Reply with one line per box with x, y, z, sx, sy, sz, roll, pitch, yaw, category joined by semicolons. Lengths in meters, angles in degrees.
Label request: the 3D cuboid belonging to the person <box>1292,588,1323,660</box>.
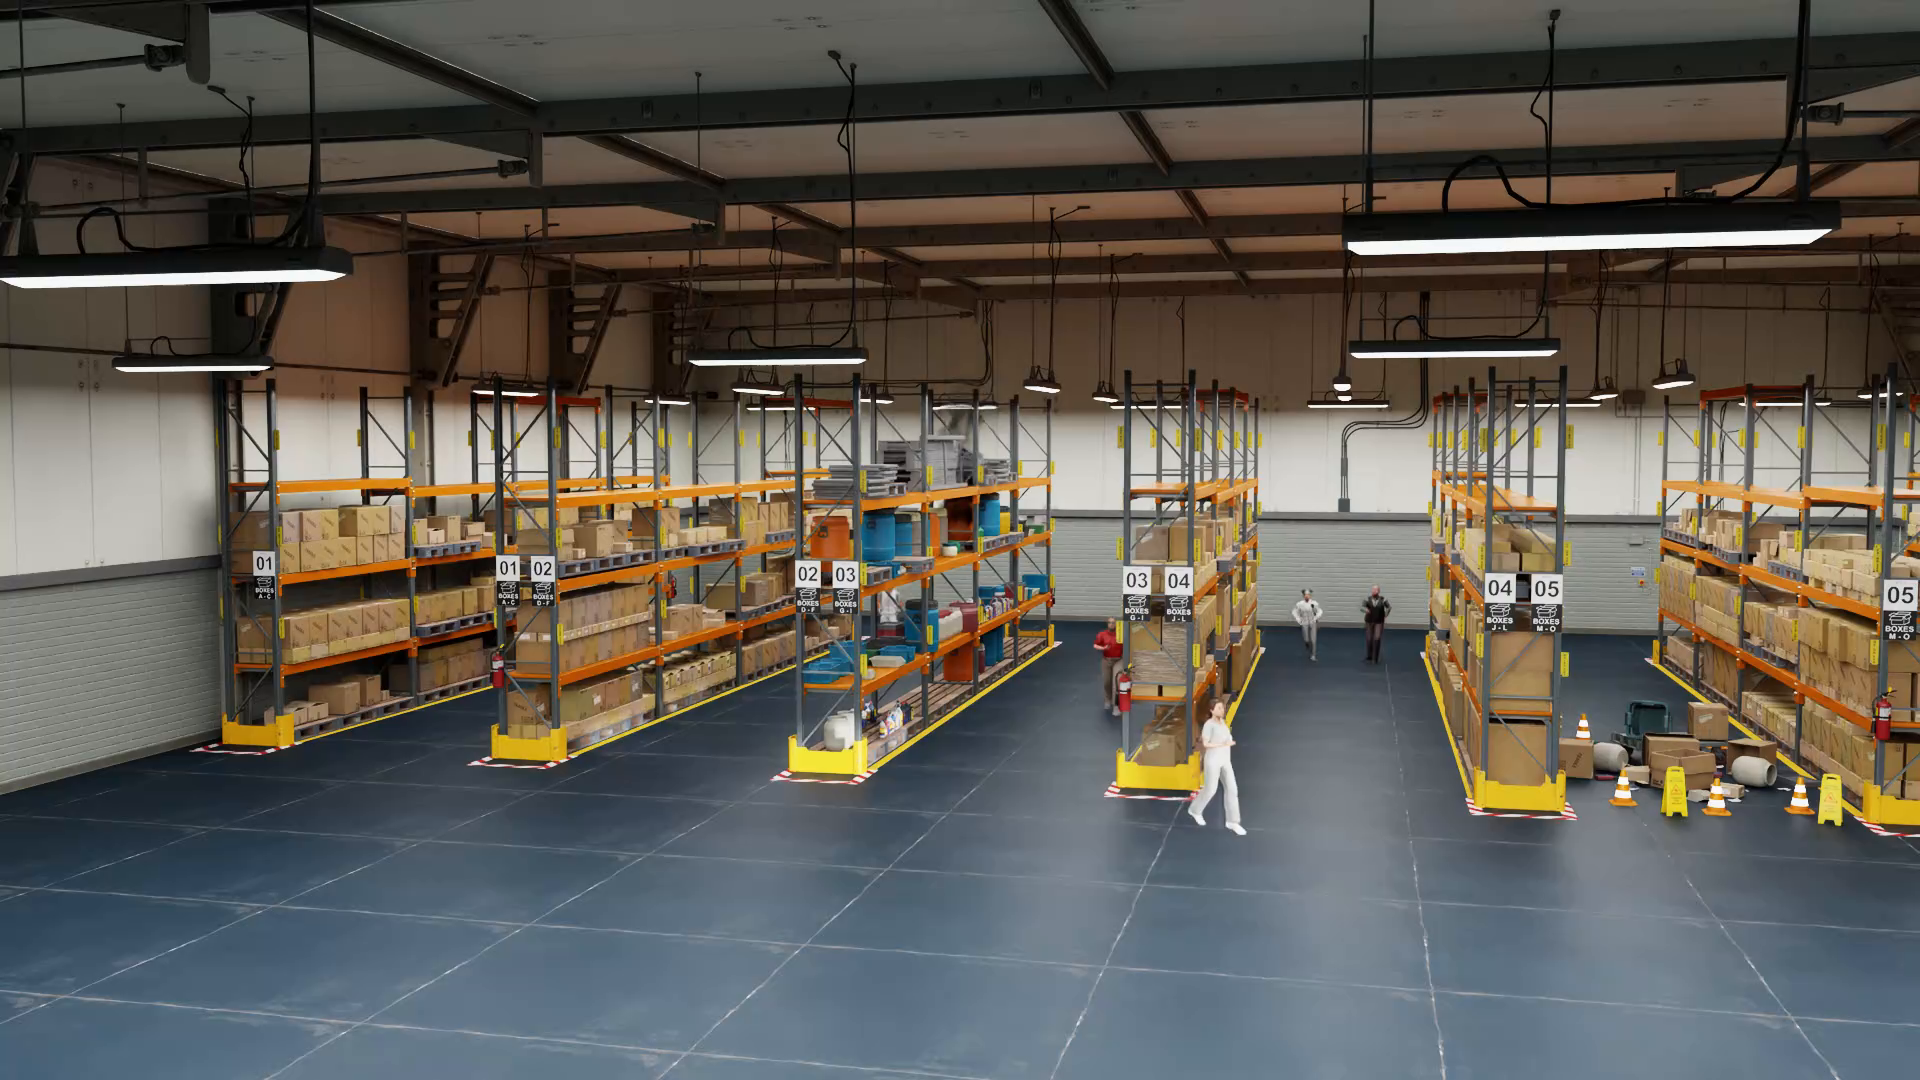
7.914;1.924;37.837;0.677;1.633;0.536;1;3;9;person

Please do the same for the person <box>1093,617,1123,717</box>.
2.783;2.305;30.520;0.664;1.793;0.847;0;3;8;person

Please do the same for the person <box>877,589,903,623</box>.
-1.681;1.771;39.355;0.653;1.738;0.614;0;3;3;person

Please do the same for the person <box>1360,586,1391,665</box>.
9.295;1.915;37.296;0.656;1.791;0.687;2;4;24;person

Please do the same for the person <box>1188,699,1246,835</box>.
3.290;2.854;21.216;0.559;1.662;0.851;-3;4;-39;person
